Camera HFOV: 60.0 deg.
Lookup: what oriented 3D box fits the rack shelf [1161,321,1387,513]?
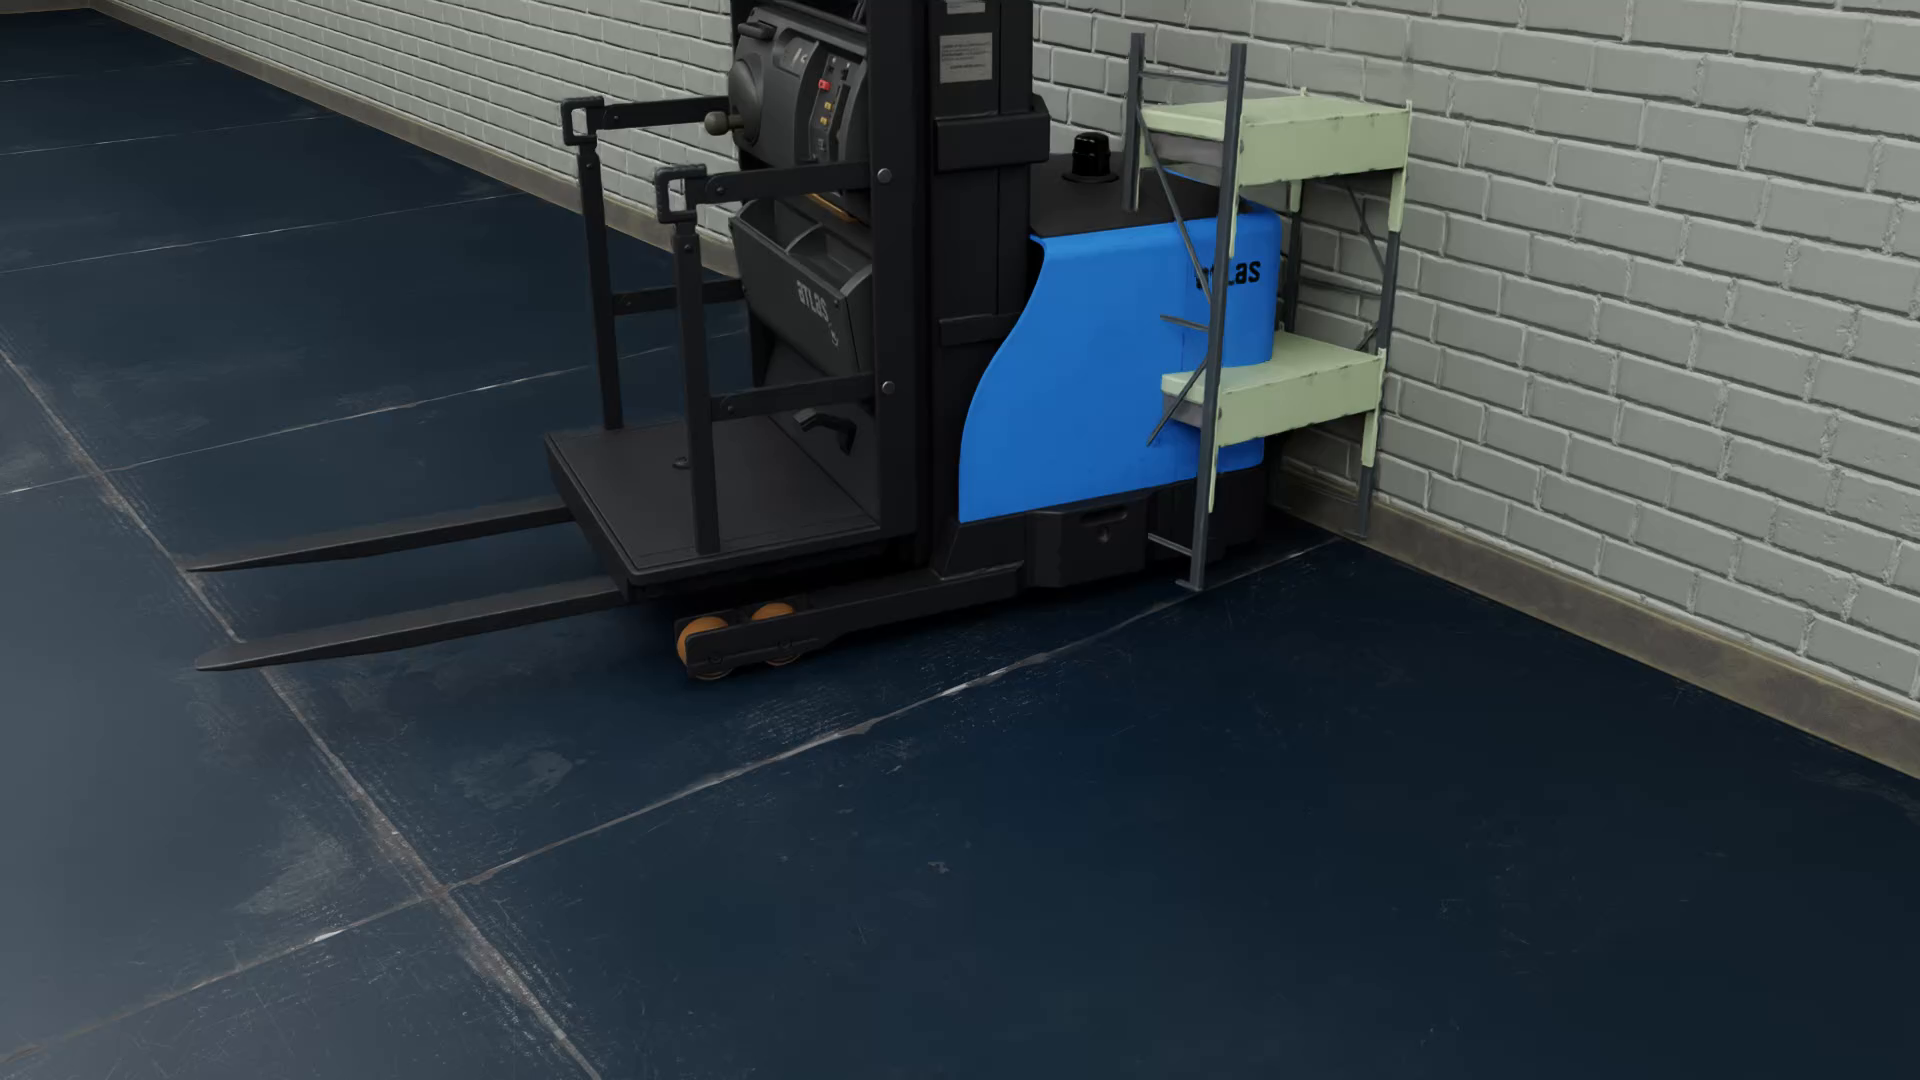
[{"bbox_3d":[0.855,-0.382,4.941,0.720,0.370,0.431,-15,26,-36],"label":"rack shelf"}]

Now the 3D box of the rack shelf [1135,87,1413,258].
[{"bbox_3d":[0.871,-1.050,4.685,0.720,0.370,0.431,-15,26,-36],"label":"rack shelf"}]

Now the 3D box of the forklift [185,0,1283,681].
[{"bbox_3d":[-0.624,-1.208,4.371,3.031,2.935,1.130,-11,27,-22],"label":"forklift"}]

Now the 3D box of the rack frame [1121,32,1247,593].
[{"bbox_3d":[0.576,-0.610,4.609,0.023,1.500,0.400,-15,26,-36],"label":"rack frame"}]

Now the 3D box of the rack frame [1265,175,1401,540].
[{"bbox_3d":[1.149,-0.762,5.040,0.023,1.500,0.400,-15,26,-36],"label":"rack frame"}]

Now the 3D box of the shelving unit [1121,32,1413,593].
[{"bbox_3d":[0.863,-0.686,4.825,0.755,1.500,0.431,-15,26,-36],"label":"shelving unit"}]
